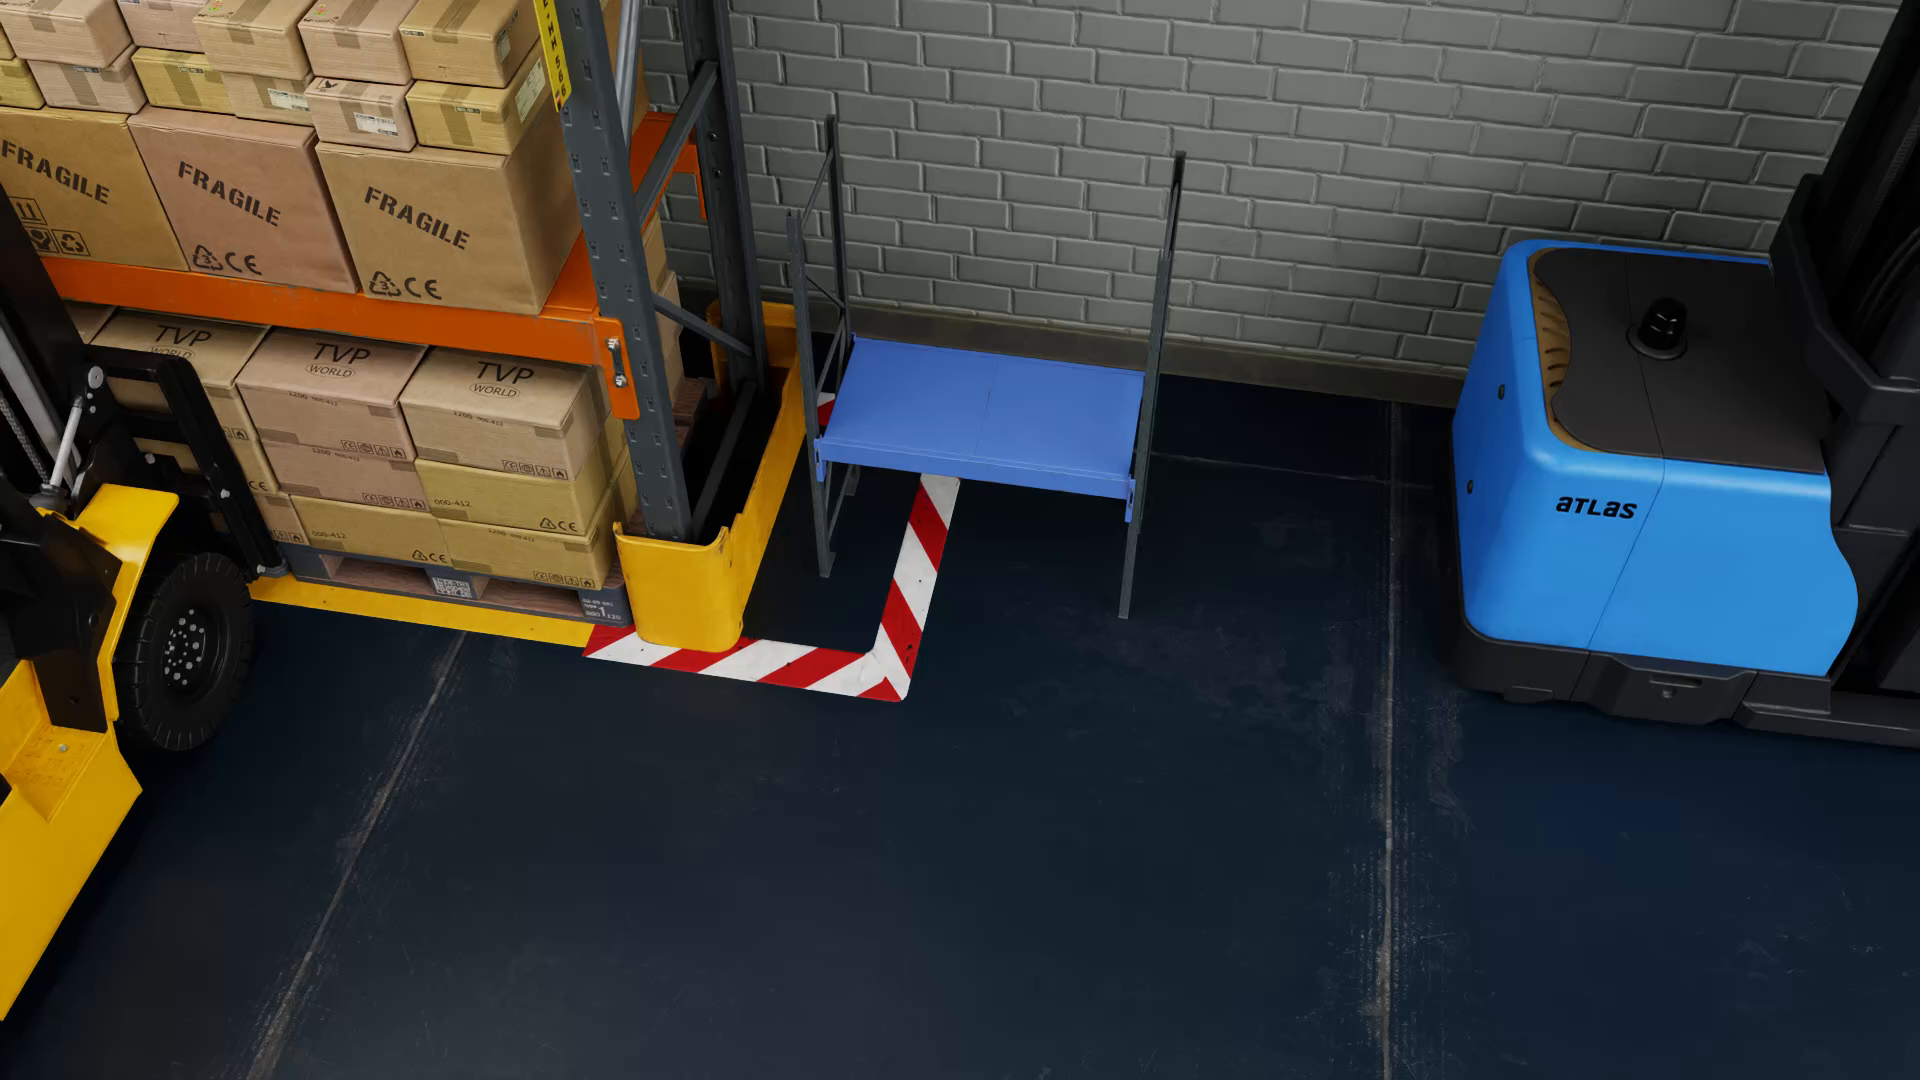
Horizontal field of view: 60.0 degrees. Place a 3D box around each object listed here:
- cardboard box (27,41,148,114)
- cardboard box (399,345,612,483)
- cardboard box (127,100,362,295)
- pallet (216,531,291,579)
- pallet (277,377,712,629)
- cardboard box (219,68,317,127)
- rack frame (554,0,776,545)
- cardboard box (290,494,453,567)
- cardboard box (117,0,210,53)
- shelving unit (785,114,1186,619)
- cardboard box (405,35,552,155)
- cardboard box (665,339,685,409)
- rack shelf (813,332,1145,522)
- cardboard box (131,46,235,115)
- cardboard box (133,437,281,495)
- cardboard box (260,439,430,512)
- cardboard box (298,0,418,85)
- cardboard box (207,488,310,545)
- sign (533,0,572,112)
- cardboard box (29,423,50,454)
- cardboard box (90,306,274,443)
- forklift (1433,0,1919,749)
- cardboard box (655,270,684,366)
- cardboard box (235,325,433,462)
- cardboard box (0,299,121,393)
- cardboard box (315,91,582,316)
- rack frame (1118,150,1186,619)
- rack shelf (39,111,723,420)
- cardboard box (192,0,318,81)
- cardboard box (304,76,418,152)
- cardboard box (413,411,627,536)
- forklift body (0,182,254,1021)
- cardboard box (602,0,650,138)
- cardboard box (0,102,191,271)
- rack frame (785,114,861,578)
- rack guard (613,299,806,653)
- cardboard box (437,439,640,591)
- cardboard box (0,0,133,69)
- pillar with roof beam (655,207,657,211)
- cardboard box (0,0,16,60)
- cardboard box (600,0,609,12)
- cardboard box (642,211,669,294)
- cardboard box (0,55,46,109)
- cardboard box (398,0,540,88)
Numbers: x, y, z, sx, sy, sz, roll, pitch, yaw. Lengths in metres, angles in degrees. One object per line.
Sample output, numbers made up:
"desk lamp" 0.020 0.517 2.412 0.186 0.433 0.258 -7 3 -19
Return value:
"cardboard box" -2.234 -1.305 4.403 0.250 0.149 0.380 6 48 6
"cardboard box" -1.337 -0.469 5.049 0.500 0.250 0.500 9 49 8
"cardboard box" -1.869 -1.063 4.621 0.500 0.500 0.500 9 49 8
"pallet" -2.786 -0.383 5.952 1.213 0.211 1.003 8 49 7
"pallet" -1.589 -0.220 5.805 1.213 0.211 1.003 8 49 7
"cardboard box" -1.721 -1.263 4.365 0.250 0.149 0.380 8 49 8
"rack frame" -0.829 -1.081 4.705 0.127 3.000 1.000 8 49 7
"cardboard box" -1.835 -0.206 5.485 0.500 0.250 0.500 8 49 7
"cardboard box" -1.961 -1.436 4.320 0.250 0.149 0.380 8 49 7
"shelving unit" 0.084 -0.490 5.182 1.048 1.500 0.538 8 49 7
"cardboard box" -1.220 -1.172 4.283 0.250 0.149 0.380 8 49 7
"cardboard box" -1.277 -0.510 5.758 0.500 0.250 0.500 8 49 7
"rack shelf" 0.084 -0.370 5.316 1.000 0.185 0.538 8 49 7
"cardboard box" -1.963 -1.304 4.402 0.250 0.149 0.380 7 48 7
"cardboard box" -2.367 -0.432 5.352 0.500 0.250 0.500 7 48 6
"cardboard box" -1.855 -0.379 5.304 0.500 0.250 0.500 7 48 6
"cardboard box" -1.467 -1.334 4.228 0.250 0.149 0.380 8 49 7
"cardboard box" -2.326 -0.279 5.550 0.500 0.250 0.500 8 49 7
"sign" -0.939 -1.152 3.831 0.005 0.325 0.100 8 49 7
"cardboard box" -2.858 -0.501 5.414 0.500 0.250 0.500 8 48 7
"cardboard box" -2.339 -0.592 5.159 0.500 0.250 0.500 8 49 7
"forklift" 3.105 -0.690 4.399 3.031 2.935 1.130 6 48 6
"cardboard box" -1.255 -0.684 5.578 0.500 0.250 0.500 8 49 8
"cardboard box" -1.841 -0.532 5.106 0.500 0.250 0.500 8 49 8
"cardboard box" -2.837 -0.664 5.224 0.500 0.250 0.500 7 48 6
"cardboard box" -1.360 -0.987 4.553 0.500 0.500 0.500 7 48 6
"rack frame" 0.584 -0.423 5.122 0.032 1.500 0.500 8 49 7
"rack shelf" -2.797 -1.105 5.210 4.000 0.370 1.077 8 49 7
"cardboard box" -1.729 -1.348 4.242 0.250 0.149 0.380 9 49 8
"cardboard box" -1.477 -1.184 4.294 0.250 0.149 0.380 8 49 7
"cardboard box" -1.363 -0.305 5.238 0.500 0.250 0.500 7 48 6
"forklift body" -3.019 0.287 4.046 1.214 2.155 2.313 8 49 7
"cardboard box" -1.267 -1.383 4.909 0.500 0.500 0.500 9 49 8
"cardboard box" -2.373 -1.130 4.682 0.500 0.500 0.500 7 48 6
"rack frame" -0.416 -0.557 5.242 0.032 1.500 0.500 8 49 7
"rack guard" -0.805 -0.242 5.632 0.348 0.500 1.175 8 49 7
"cardboard box" -1.347 -0.133 5.419 0.500 0.250 0.500 8 49 7
"cardboard box" -2.237 -1.389 4.278 0.250 0.149 0.380 9 49 8
"pillar with roof beam" -2.119 -0.687 0.317 0.400 9.000 9.100 8 49 7
"cardboard box" -2.493 -1.419 4.305 0.250 0.149 0.380 9 49 8
"cardboard box" -1.116 -1.566 4.637 0.250 0.149 0.380 7 48 6
"cardboard box" -1.268 -0.839 5.381 0.500 0.250 0.500 7 48 6
"cardboard box" -2.486 -1.324 4.420 0.250 0.149 0.380 8 49 7
"cardboard box" -1.219 -1.324 4.220 0.250 0.149 0.380 8 49 7
